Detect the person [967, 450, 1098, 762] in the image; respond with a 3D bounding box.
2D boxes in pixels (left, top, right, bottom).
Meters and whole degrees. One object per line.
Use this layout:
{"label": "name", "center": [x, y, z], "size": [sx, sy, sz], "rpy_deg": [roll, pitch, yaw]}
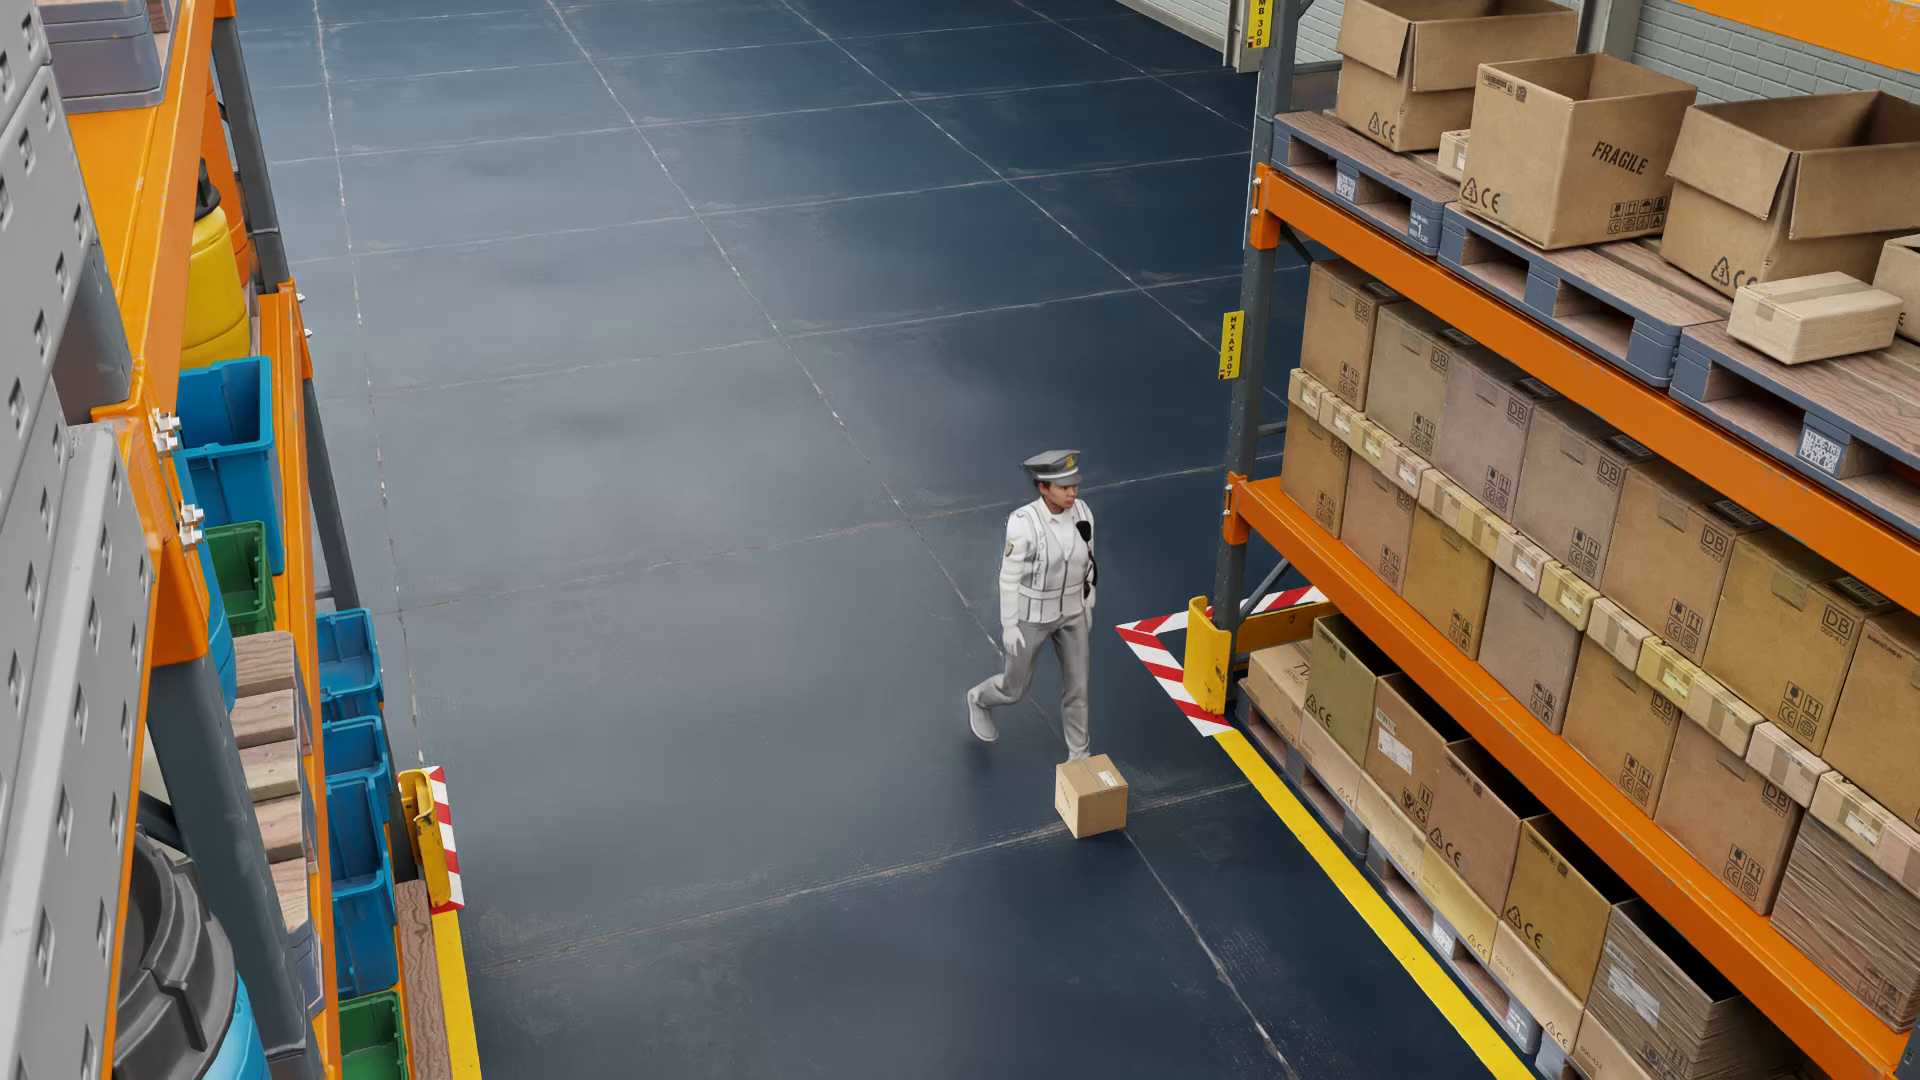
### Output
{"label": "person", "center": [0.401, 0.329, 7.708], "size": [0.530, 1.669, 0.777], "rpy_deg": [-14, 33, -23]}
